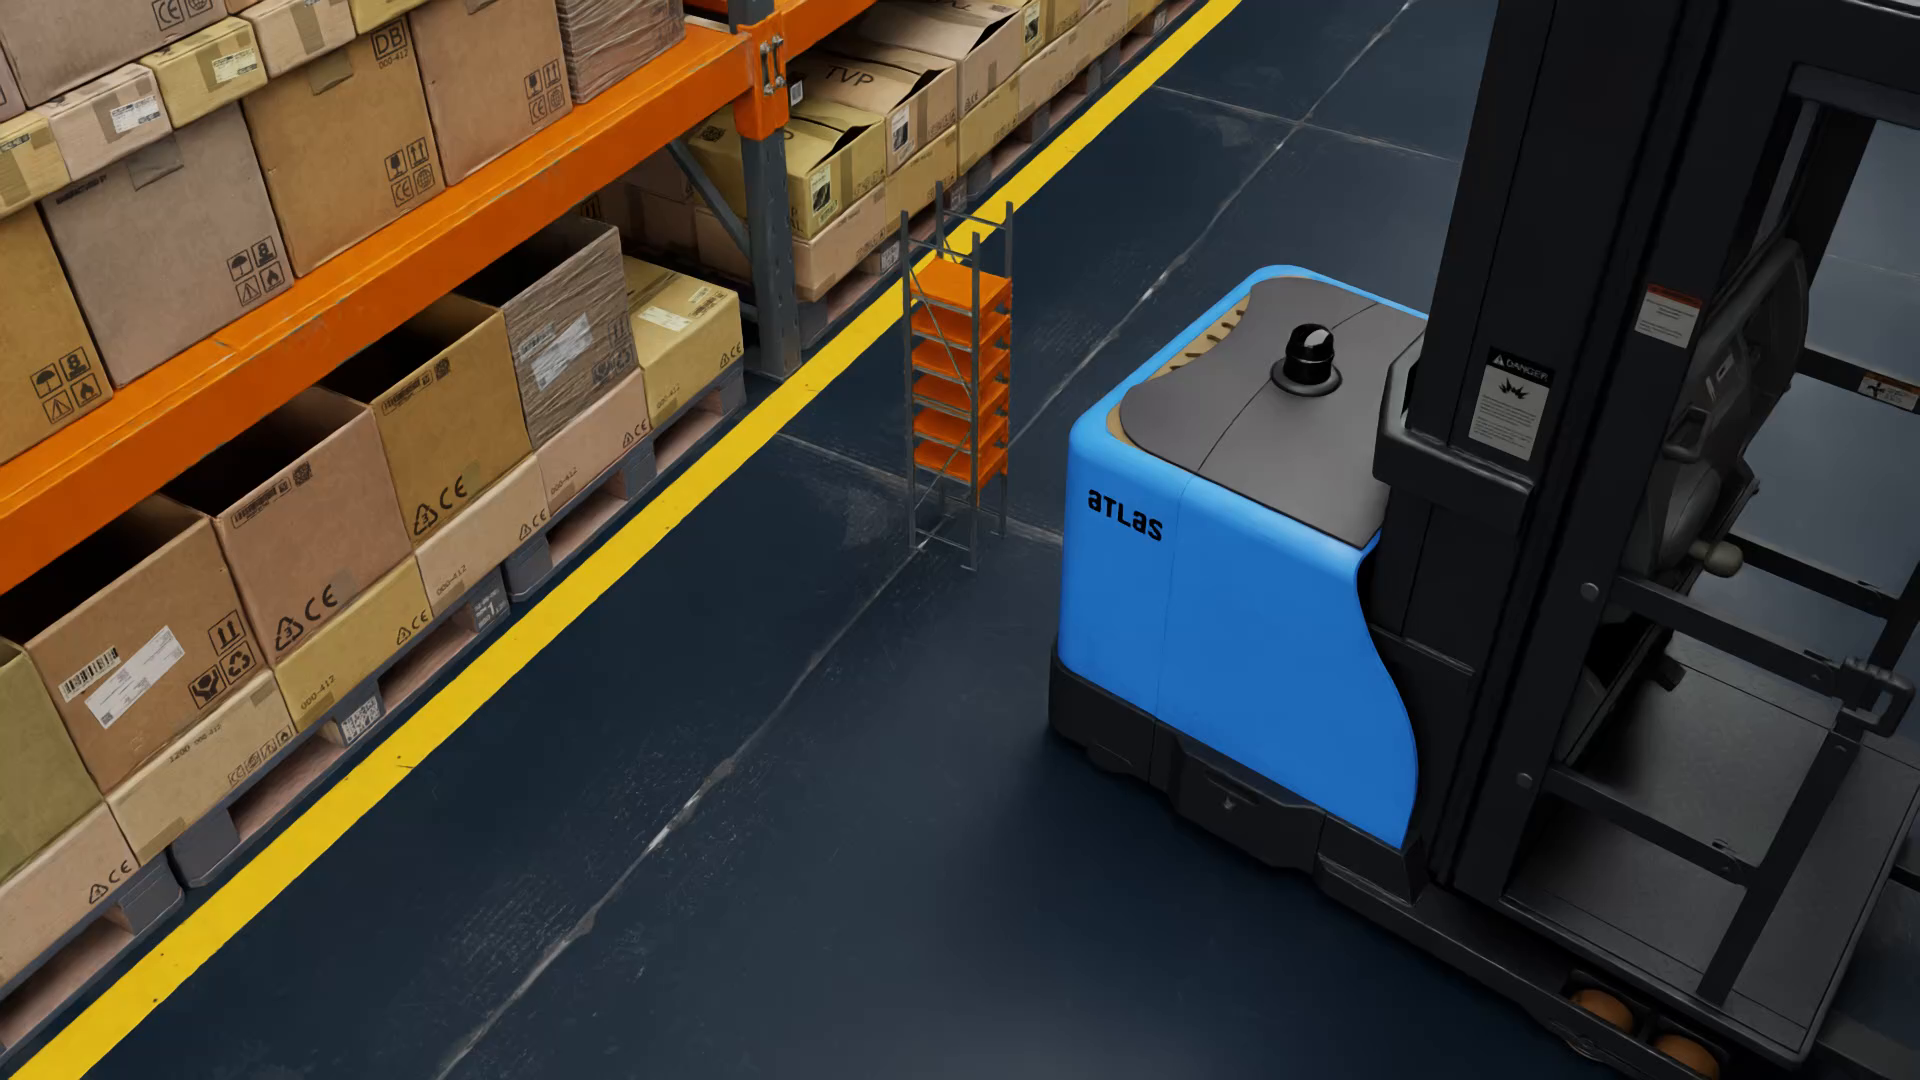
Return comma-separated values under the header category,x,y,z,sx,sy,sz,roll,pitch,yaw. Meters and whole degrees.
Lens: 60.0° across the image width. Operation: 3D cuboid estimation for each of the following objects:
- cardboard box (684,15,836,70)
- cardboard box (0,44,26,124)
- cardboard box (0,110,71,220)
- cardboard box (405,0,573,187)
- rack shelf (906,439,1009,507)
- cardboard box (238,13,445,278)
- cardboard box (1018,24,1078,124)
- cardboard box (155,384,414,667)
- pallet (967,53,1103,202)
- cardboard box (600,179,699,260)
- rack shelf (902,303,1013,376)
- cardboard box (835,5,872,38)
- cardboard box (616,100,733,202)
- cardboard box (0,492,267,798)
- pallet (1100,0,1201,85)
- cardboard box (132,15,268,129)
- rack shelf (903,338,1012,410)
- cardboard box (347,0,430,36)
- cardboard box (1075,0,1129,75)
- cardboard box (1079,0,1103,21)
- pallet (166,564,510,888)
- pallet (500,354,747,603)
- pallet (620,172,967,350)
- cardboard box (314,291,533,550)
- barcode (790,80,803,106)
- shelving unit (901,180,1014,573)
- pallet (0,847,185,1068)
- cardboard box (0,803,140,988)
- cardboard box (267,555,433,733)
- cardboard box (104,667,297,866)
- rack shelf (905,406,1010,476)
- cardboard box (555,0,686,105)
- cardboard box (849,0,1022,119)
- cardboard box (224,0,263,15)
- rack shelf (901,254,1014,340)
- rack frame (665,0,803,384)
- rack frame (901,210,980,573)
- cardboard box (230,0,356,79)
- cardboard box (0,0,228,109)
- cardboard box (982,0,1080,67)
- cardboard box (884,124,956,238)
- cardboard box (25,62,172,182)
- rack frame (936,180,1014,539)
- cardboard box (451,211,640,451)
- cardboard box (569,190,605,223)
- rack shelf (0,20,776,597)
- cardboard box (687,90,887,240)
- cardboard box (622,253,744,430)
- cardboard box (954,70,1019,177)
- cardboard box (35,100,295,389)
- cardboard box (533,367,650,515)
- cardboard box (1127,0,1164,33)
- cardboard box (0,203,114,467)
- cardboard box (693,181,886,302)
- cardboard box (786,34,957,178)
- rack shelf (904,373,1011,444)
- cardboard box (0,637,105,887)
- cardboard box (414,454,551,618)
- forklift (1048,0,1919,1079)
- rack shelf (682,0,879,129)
category,x,y,z,sx,sy,sz,roll,pitch,yaw
cardboard box,-0.818,-1.841,6.409,0.500,0.311,0.500,22,46,23
cardboard box,-2.248,-0.999,3.057,0.700,0.500,0.500,21,46,22
cardboard box,-2.004,-0.762,3.279,0.380,0.149,0.250,20,45,22
cardboard box,-1.502,-1.356,4.445,0.700,0.500,0.500,20,45,22
rack shelf,-0.007,-0.229,5.032,0.258,0.103,0.180,21,45,22
cardboard box,-1.757,-1.070,4.120,0.700,0.500,0.500,22,46,23
cardboard box,0.158,-2.033,7.052,0.500,0.250,0.500,22,46,23
cardboard box,-1.815,-0.088,4.275,0.500,0.500,0.500,21,45,22
pallet,-0.083,-1.967,7.324,1.003,0.211,1.213,21,45,22
cardboard box,-1.071,-1.337,6.262,0.500,0.250,0.500,20,45,22
rack shelf,-0.007,-0.589,4.715,0.258,0.103,0.180,21,45,22
cardboard box,-0.566,-2.126,6.733,0.500,0.311,0.500,21,45,22
cardboard box,-1.073,-1.541,6.069,0.500,0.311,0.500,21,45,22
cardboard box,-2.080,0.193,3.957,0.500,0.500,0.500,21,45,22
pallet,0.528,-2.663,8.114,1.003,0.211,1.213,21,45,22
cardboard box,-1.745,-1.054,3.611,0.380,0.149,0.250,22,46,23
rack shelf,-0.007,-0.499,4.794,0.258,0.103,0.180,21,45,22
cardboard box,-1.489,-1.351,3.948,0.380,0.149,0.250,21,45,22
cardboard box,0.413,-2.328,7.387,0.500,0.250,0.500,22,46,23
cardboard box,0.416,-2.535,7.197,0.500,0.311,0.500,21,45,22
pallet,-2.071,0.310,4.738,1.003,0.211,1.213,21,45,22
pallet,-1.462,-0.391,5.534,1.003,0.211,1.213,21,45,22
pallet,-0.693,-1.267,6.528,1.003,0.211,1.213,21,45,22
cardboard box,-1.577,-0.378,4.605,0.500,0.500,0.500,21,45,22
barcode,-0.539,-1.474,5.486,0.001,0.075,0.075,21,45,22
shelving unit,-0.007,-0.442,4.844,0.258,1.200,0.189,21,45,22
pallet,-2.683,1.005,3.949,1.003,0.211,1.213,21,45,22
cardboard box,-2.321,0.764,3.876,0.500,0.250,0.500,21,45,22
cardboard box,-1.816,0.194,4.523,0.500,0.250,0.500,21,45,22
cardboard box,-2.071,0.478,4.200,0.500,0.250,0.500,21,45,22
rack shelf,-0.007,-0.319,4.953,0.258,0.103,0.180,21,45,22
cardboard box,-1.244,-1.660,4.790,0.700,0.500,0.500,20,45,21
cardboard box,-0.092,-1.950,6.533,0.500,0.311,0.500,19,45,21
cardboard box,-1.747,-1.571,3.707,0.700,0.500,0.500,21,45,22
rack shelf,-0.007,-0.679,4.635,0.258,0.103,0.180,21,45,22
rack frame,-1.027,-1.879,5.113,1.000,3.000,0.127,21,45,22
rack frame,-0.053,-0.390,4.785,0.240,1.200,0.006,21,45,22
cardboard box,-1.615,-1.207,3.784,0.380,0.149,0.250,22,46,23
cardboard box,-1.997,-1.285,3.383,0.700,0.500,0.500,21,46,22
cardboard box,0.163,-2.249,6.872,0.500,0.311,0.500,22,46,23
cardboard box,-0.354,-1.445,6.384,0.500,0.250,0.500,22,46,23
cardboard box,-1.876,-0.903,3.440,0.380,0.149,0.250,21,46,22
rack frame,0.039,-0.494,4.904,0.240,1.200,0.006,21,45,22
cardboard box,-1.331,-0.666,4.932,0.500,0.500,0.500,21,45,22
cardboard box,-1.531,-1.124,5.452,0.500,0.500,0.500,21,45,22
rack shelf,-2.028,-0.464,4.052,1.077,0.370,4.000,21,45,22
cardboard box,-0.605,-1.369,5.873,0.500,0.311,0.500,21,46,22
cardboard box,-1.070,-0.667,5.500,0.500,0.250,0.500,21,45,22
cardboard box,-0.097,-1.742,6.722,0.500,0.250,0.500,20,45,21
cardboard box,-2.012,-0.777,3.787,0.700,0.500,0.500,22,46,23
cardboard box,-1.329,-0.384,5.179,0.500,0.250,0.500,21,45,22
cardboard box,0.667,-2.615,7.713,0.500,0.250,0.500,20,45,22
cardboard box,-2.272,-0.474,3.443,0.700,0.500,0.500,21,46,22
cardboard box,-0.611,-1.153,6.052,0.500,0.250,0.500,20,45,21
cardboard box,-0.350,-1.653,6.196,0.500,0.311,0.500,20,45,22
rack shelf,-0.007,-0.409,4.873,0.258,0.103,0.180,21,45,22
cardboard box,-2.320,0.483,3.627,0.500,0.500,0.500,21,45,22
cardboard box,-1.566,-0.093,4.848,0.500,0.250,0.500,21,45,22
forklift,1.716,-0.212,3.273,3.031,2.935,1.130,27,48,28
rack shelf,-0.027,-2.753,6.651,1.077,0.370,4.000,21,45,22
